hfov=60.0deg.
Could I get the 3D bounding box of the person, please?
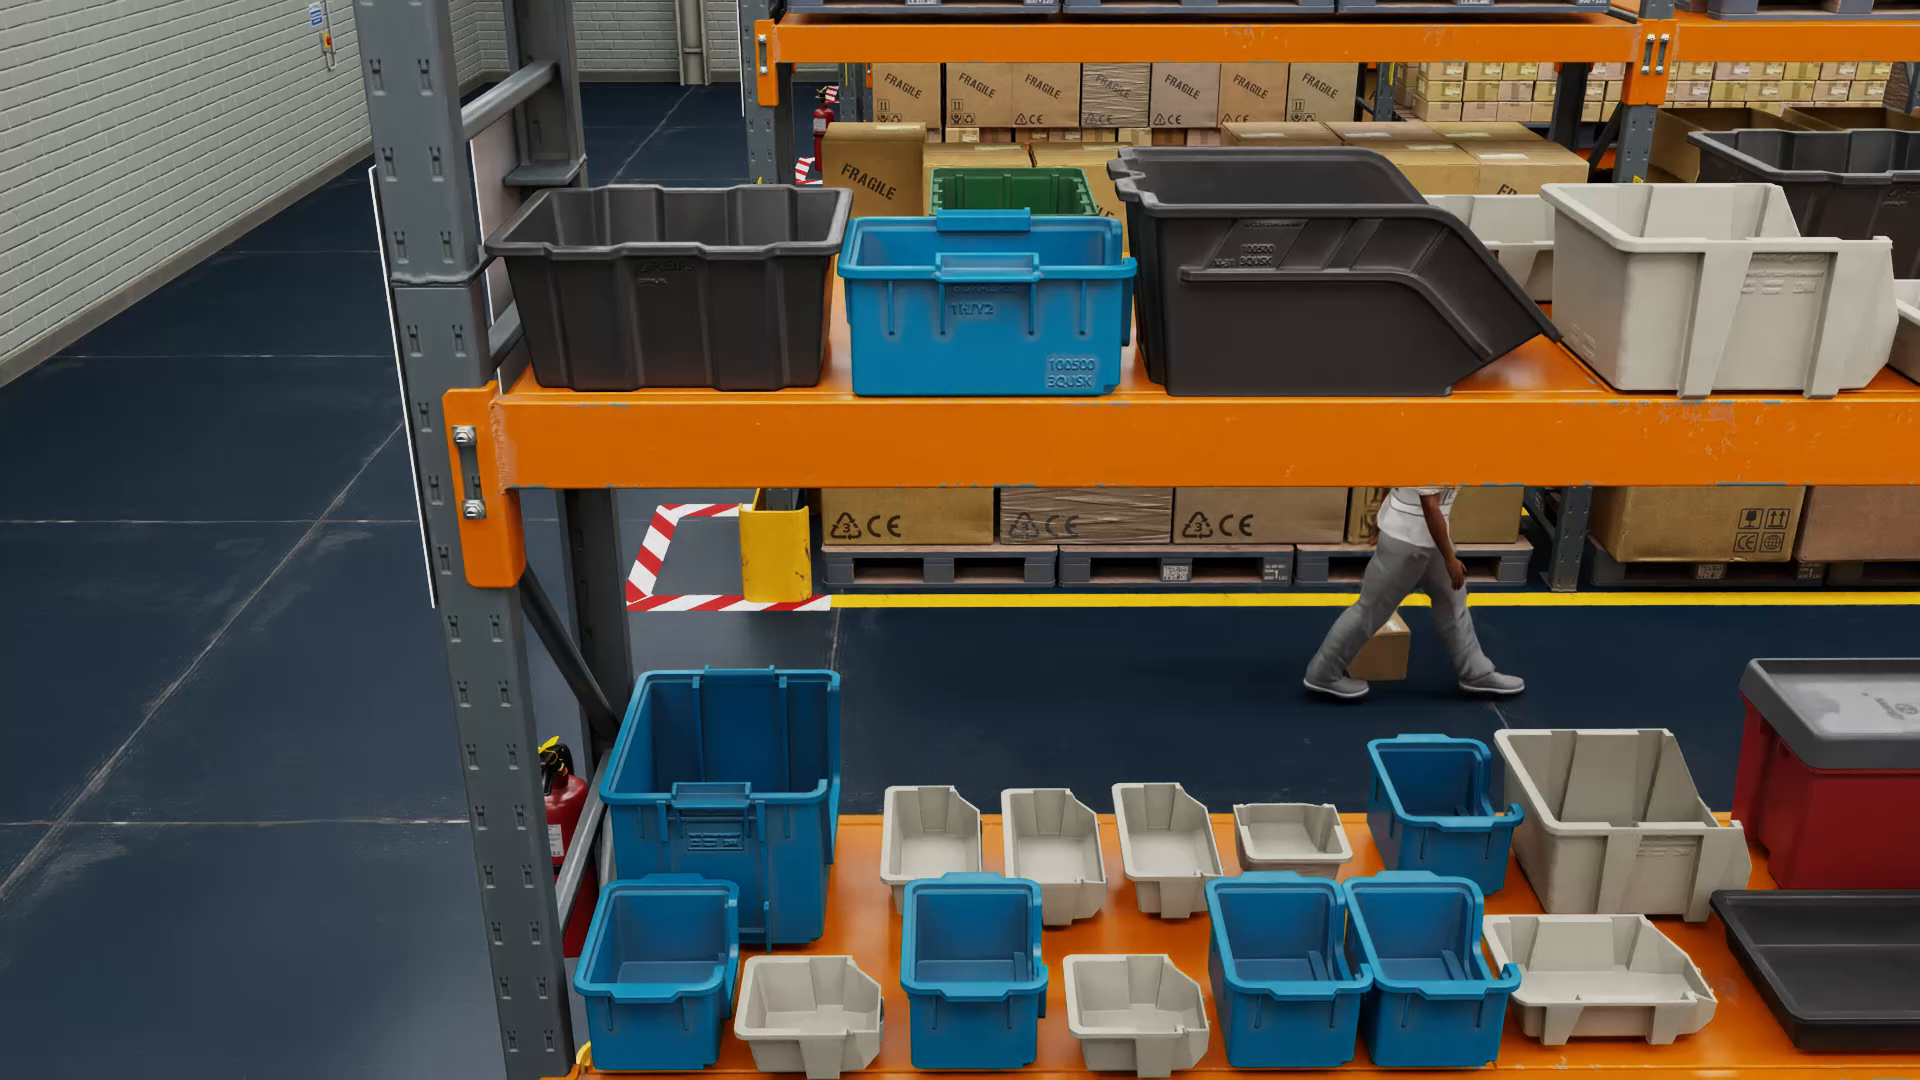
[{"bbox_3d":[2.033,-0.027,7.134,0.970,1.609,0.499,6,25,13],"label":"person"}]
